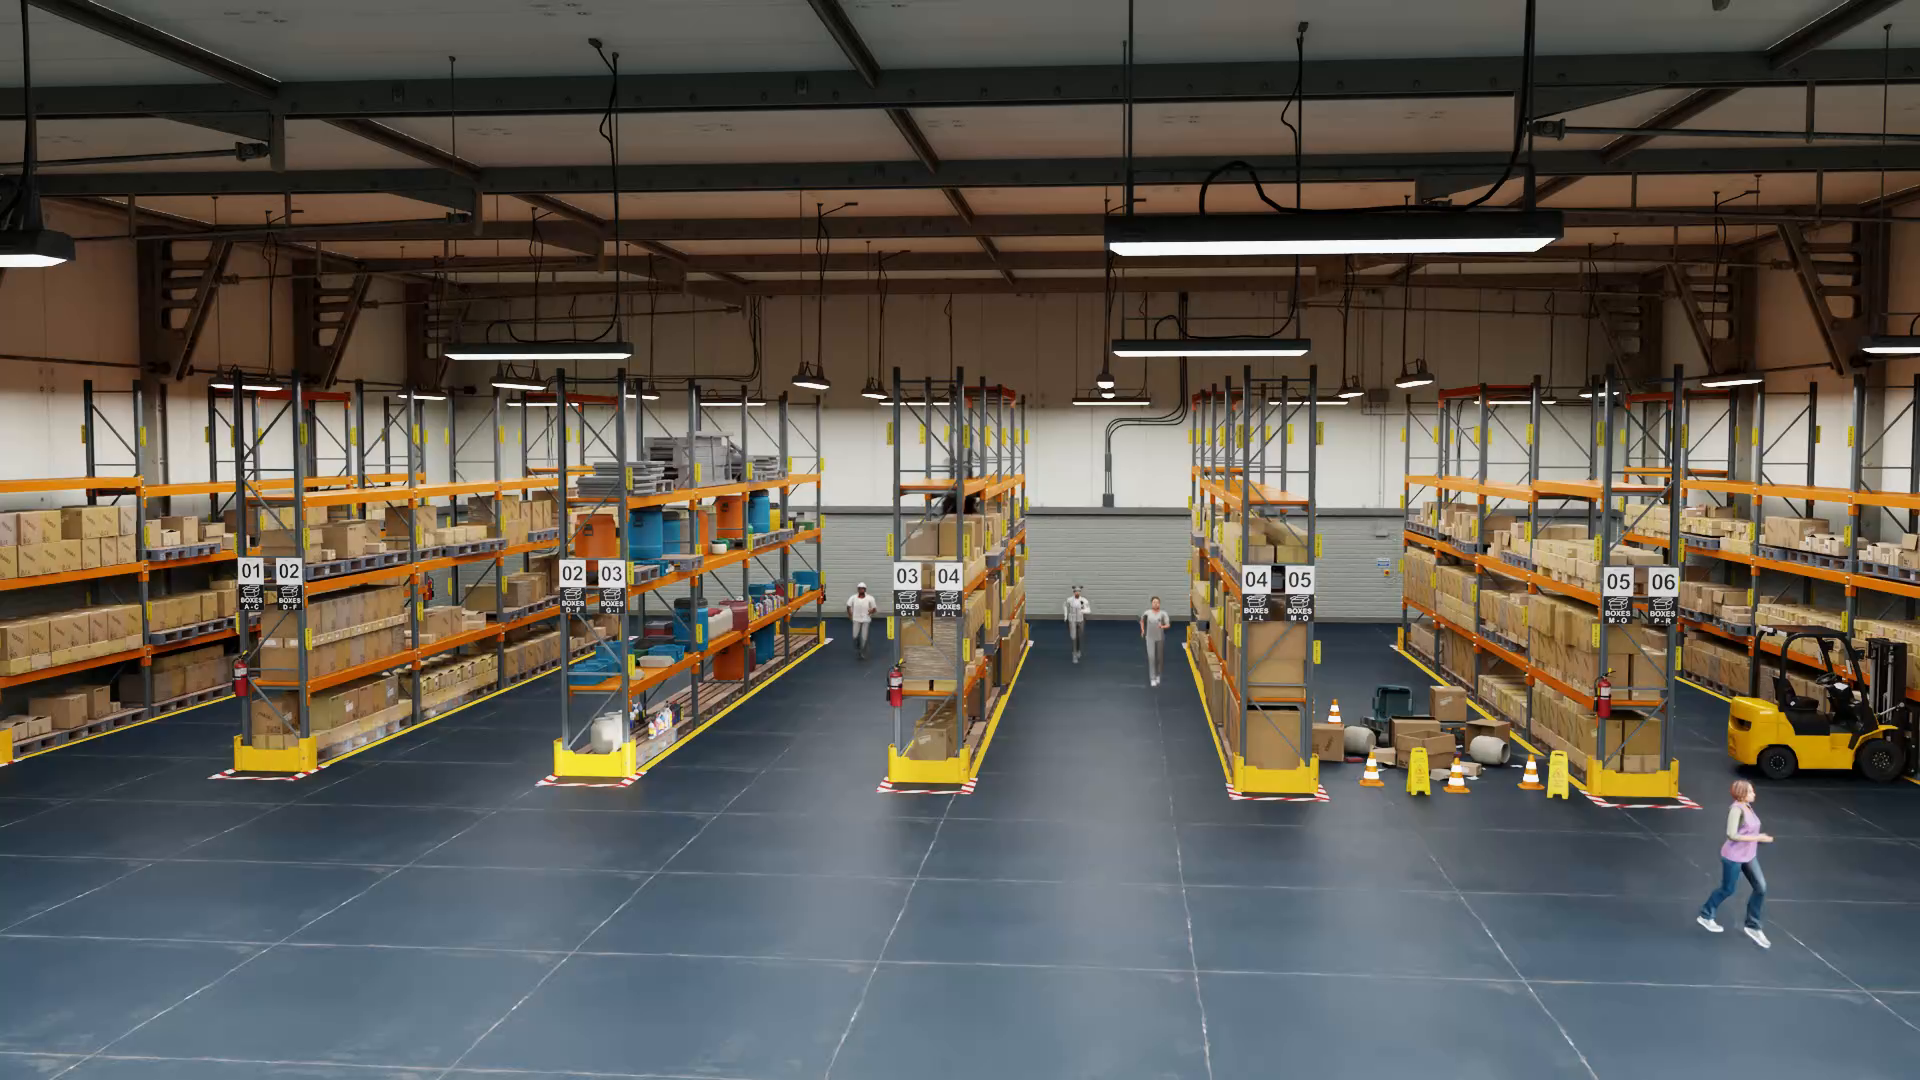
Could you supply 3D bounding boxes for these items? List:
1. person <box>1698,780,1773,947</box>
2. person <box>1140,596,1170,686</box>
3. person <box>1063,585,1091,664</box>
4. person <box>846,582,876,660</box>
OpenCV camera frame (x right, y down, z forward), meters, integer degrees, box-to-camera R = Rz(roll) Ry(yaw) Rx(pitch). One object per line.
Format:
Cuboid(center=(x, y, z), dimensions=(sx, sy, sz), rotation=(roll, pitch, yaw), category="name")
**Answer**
Cuboid(center=(7.679, 3.175, 16.450), dimensions=(0.525, 1.637, 0.729), rotation=(-3, 4, -37), category="person")
Cuboid(center=(3.697, 1.914, 31.501), dimensions=(0.570, 1.693, 0.897), rotation=(0, 4, 4), category="person")
Cuboid(center=(2.603, 1.853, 36.967), dimensions=(0.580, 1.738, 0.849), rotation=(0, 4, -1), category="person")
Cuboid(center=(-2.212, 1.824, 37.121), dimensions=(0.684, 1.740, 0.618), rotation=(0, 4, 0), category="person")
